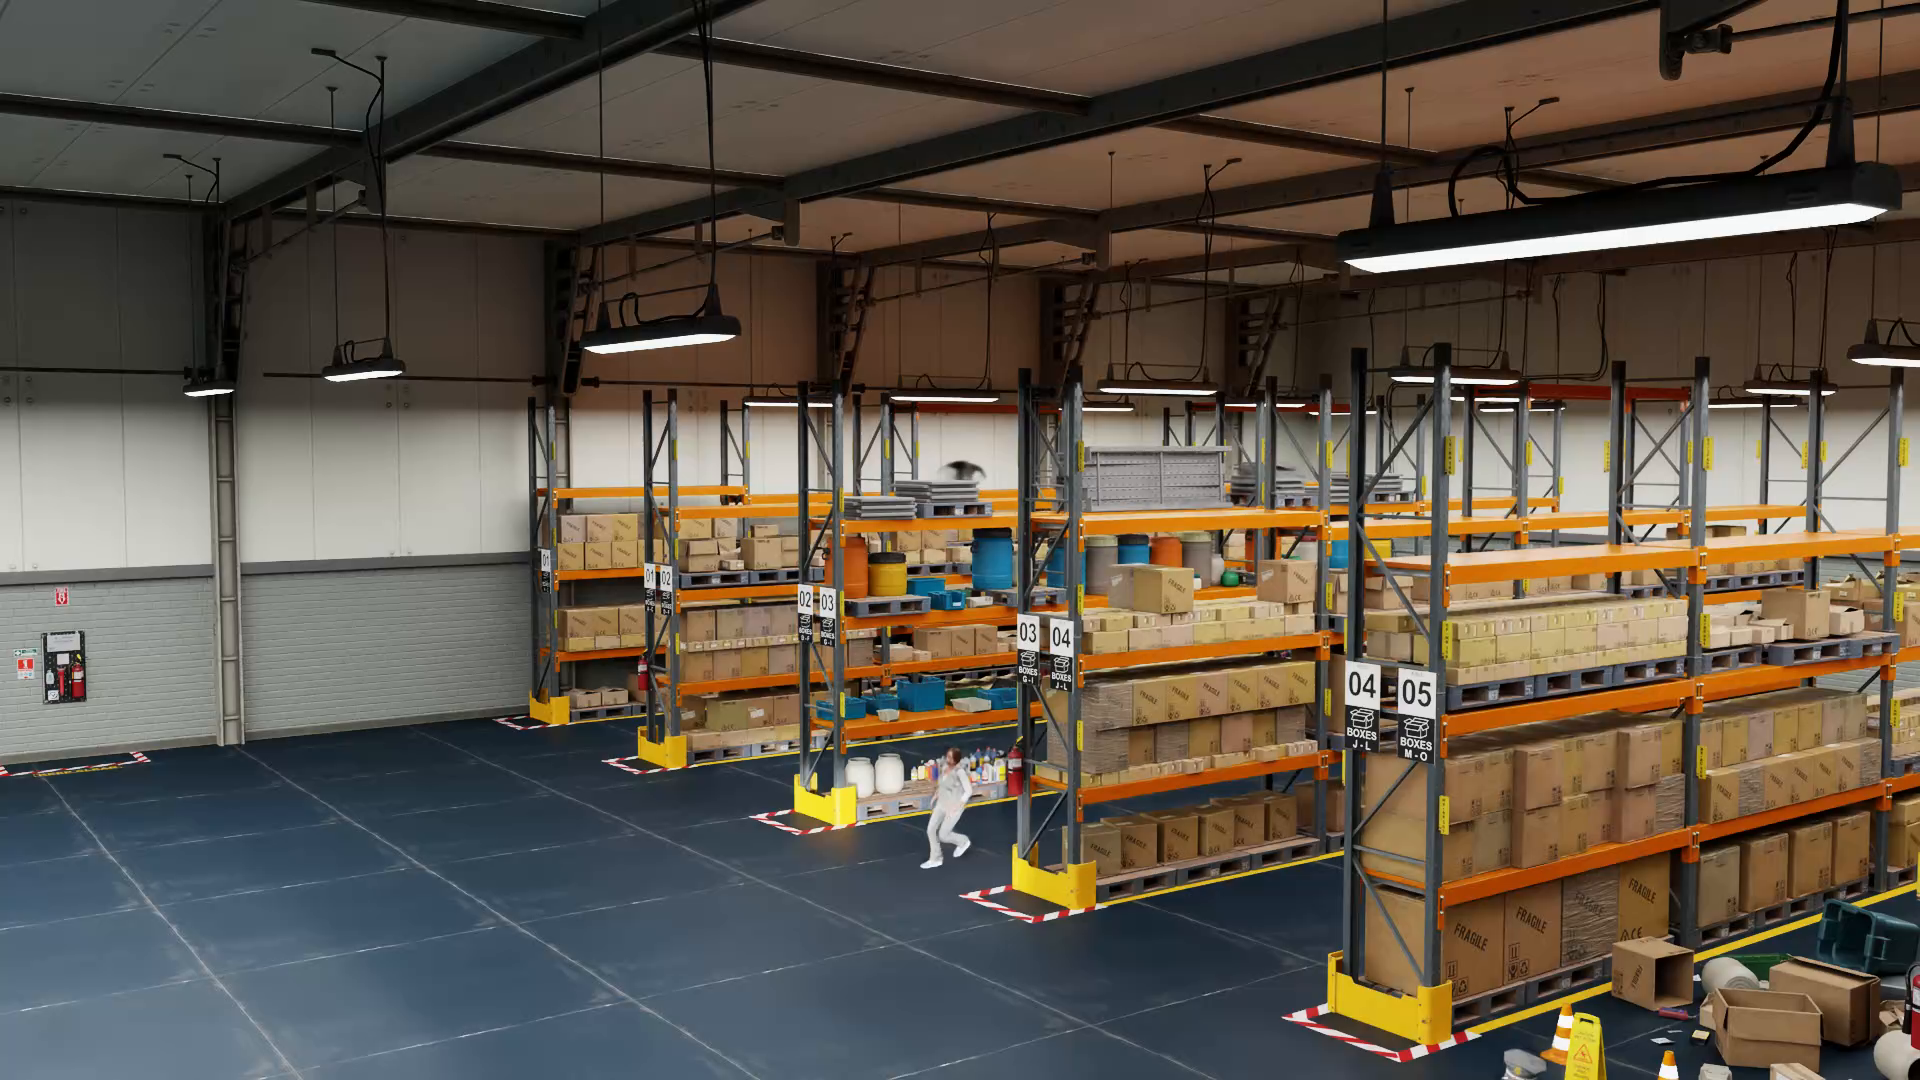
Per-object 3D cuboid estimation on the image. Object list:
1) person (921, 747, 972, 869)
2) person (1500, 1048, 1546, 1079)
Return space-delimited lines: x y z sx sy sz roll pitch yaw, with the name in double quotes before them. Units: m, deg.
"person" -0.055 3.230 20.090 0.609 1.520 0.637 -3 4 -41
"person" 3.332 3.777 9.932 0.624 1.584 0.732 -3 5 -41
